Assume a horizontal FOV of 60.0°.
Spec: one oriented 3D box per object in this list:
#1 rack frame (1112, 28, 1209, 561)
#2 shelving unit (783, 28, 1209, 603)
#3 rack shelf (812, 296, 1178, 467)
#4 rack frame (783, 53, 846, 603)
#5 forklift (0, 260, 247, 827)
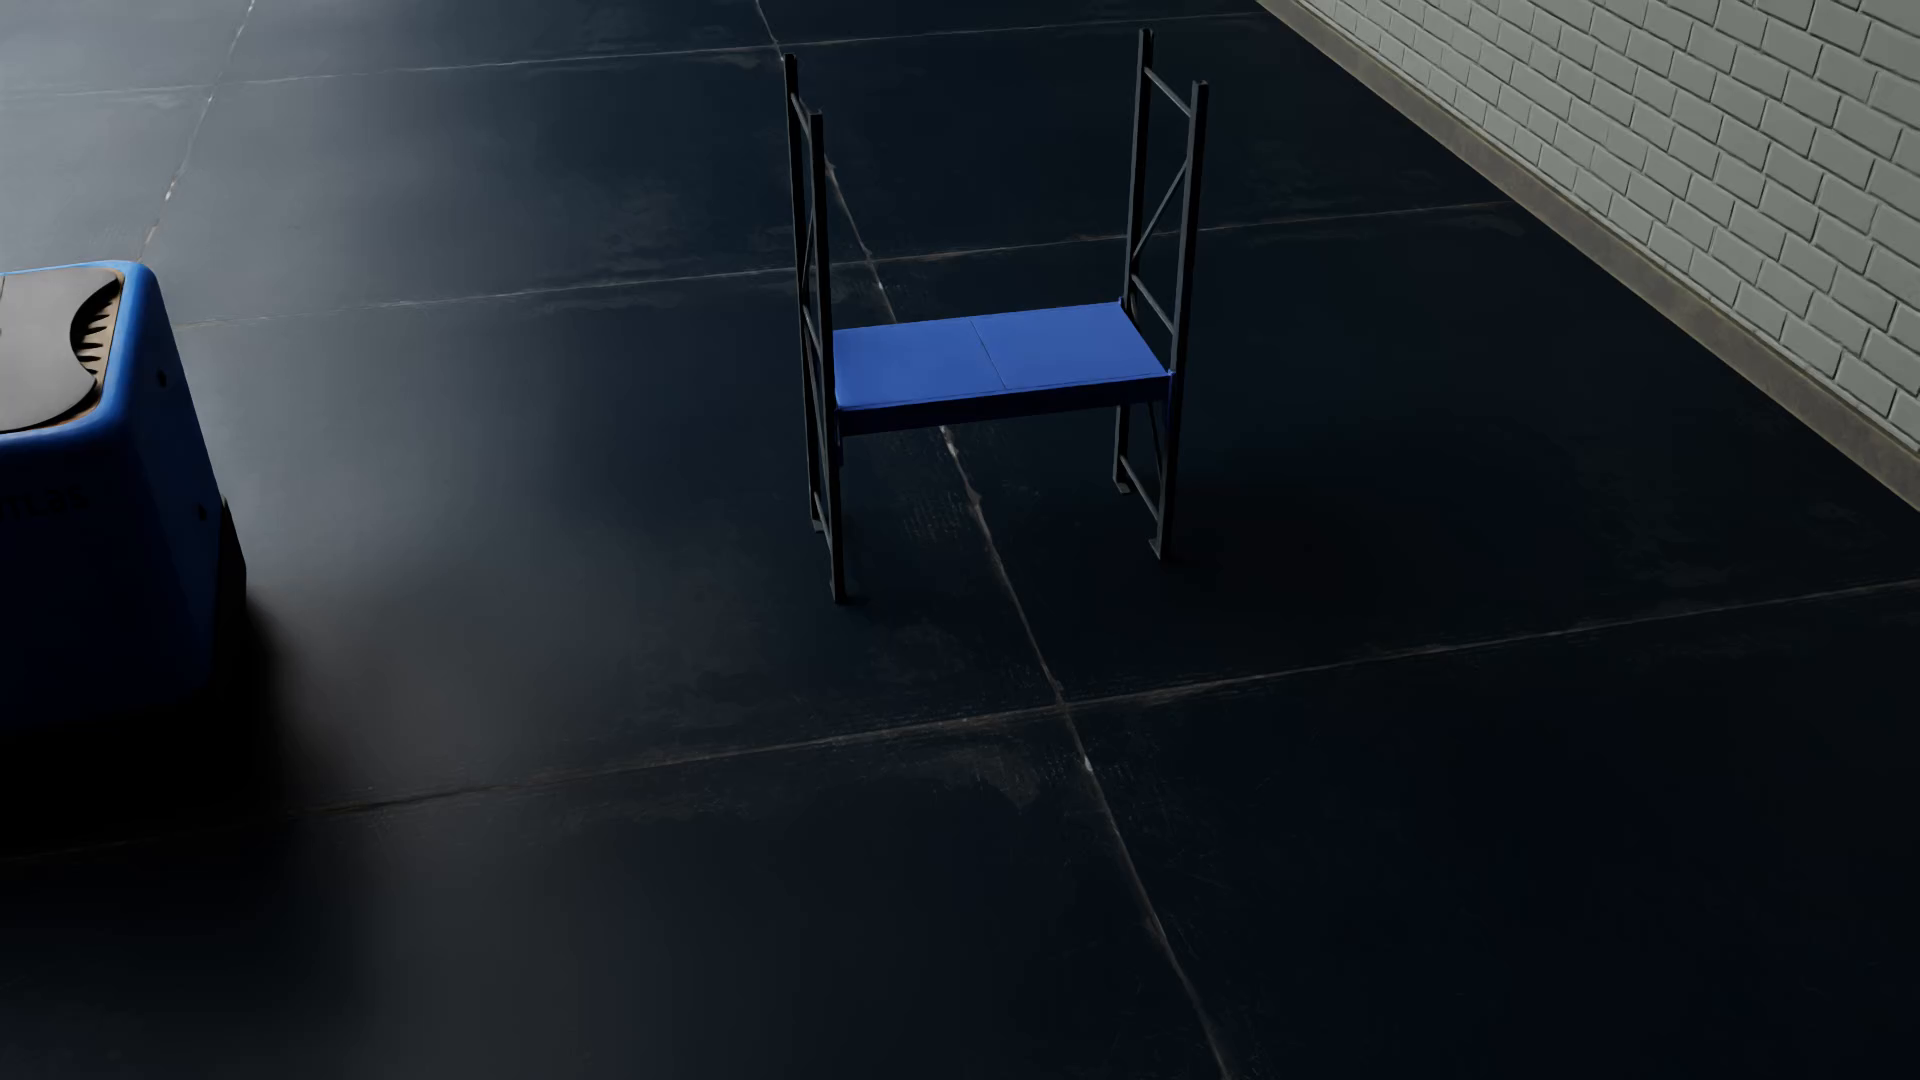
[{"bbox_3d":[0.579,-0.696,4.941,0.032,1.500,0.500,-7,35,-11],"label":"rack frame"},{"bbox_3d":[0.083,-0.633,4.848,1.048,1.500,0.538,-7,35,-11],"label":"shelving unit"},{"bbox_3d":[0.083,-0.484,4.948,1.000,0.185,0.538,-7,35,-11],"label":"rack shelf"},{"bbox_3d":[-0.413,-0.571,4.755,0.032,1.500,0.500,-7,35,-11],"label":"rack frame"},{"bbox_3d":[-3.446,-0.581,3.485,3.031,2.935,1.130,-10,35,-15],"label":"forklift"}]
